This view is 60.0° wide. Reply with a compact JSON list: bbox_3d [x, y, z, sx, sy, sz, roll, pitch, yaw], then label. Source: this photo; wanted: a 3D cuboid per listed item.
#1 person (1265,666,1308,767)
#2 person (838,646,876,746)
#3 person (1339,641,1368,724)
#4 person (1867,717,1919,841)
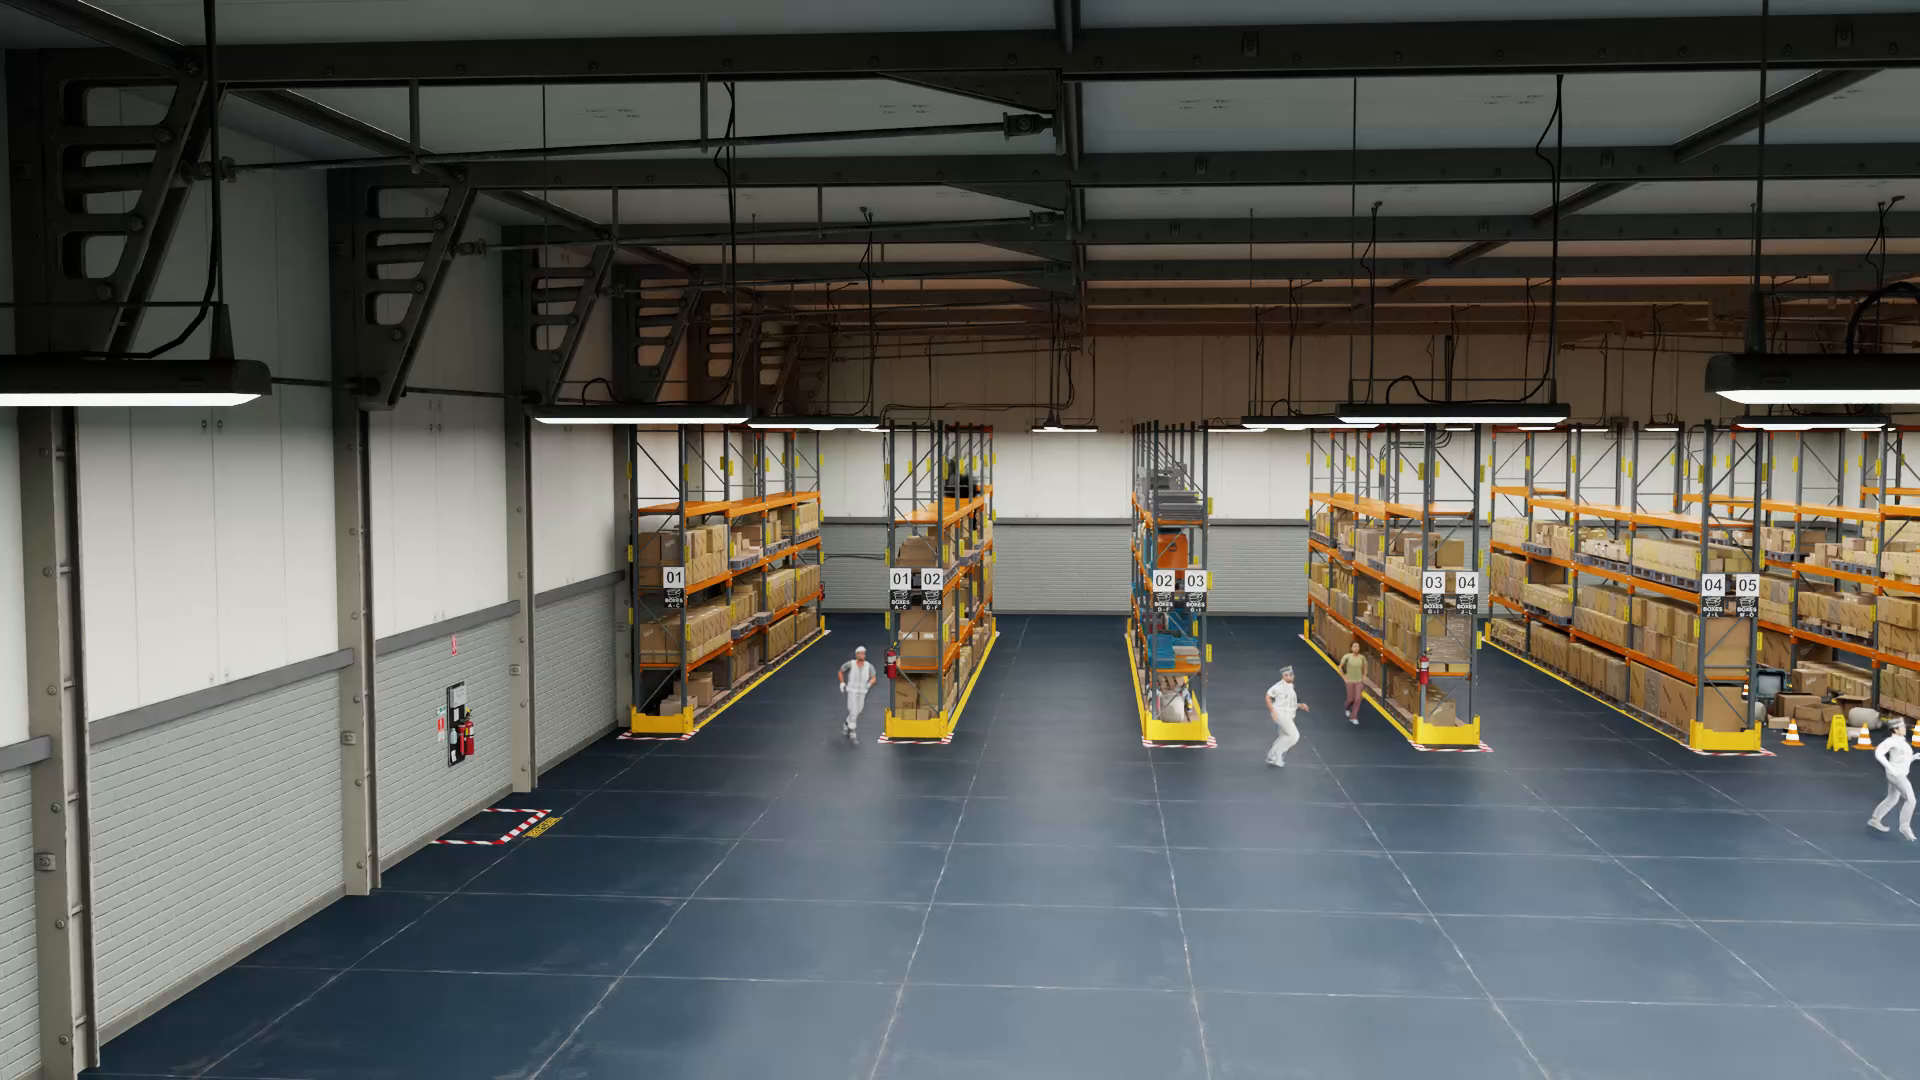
[{"bbox_3d":[5.621,3.032,28.614,0.741,1.739,0.639,2,4,30],"label":"person"},{"bbox_3d":[-1.911,2.873,31.020,0.689,1.787,0.861,-2,4,-25],"label":"person"},{"bbox_3d":[7.837,2.819,33.103,0.589,1.636,0.589,0,4,0],"label":"person"},{"bbox_3d":[13.315,3.380,23.622,0.695,1.752,0.593,3,4,36],"label":"person"}]
